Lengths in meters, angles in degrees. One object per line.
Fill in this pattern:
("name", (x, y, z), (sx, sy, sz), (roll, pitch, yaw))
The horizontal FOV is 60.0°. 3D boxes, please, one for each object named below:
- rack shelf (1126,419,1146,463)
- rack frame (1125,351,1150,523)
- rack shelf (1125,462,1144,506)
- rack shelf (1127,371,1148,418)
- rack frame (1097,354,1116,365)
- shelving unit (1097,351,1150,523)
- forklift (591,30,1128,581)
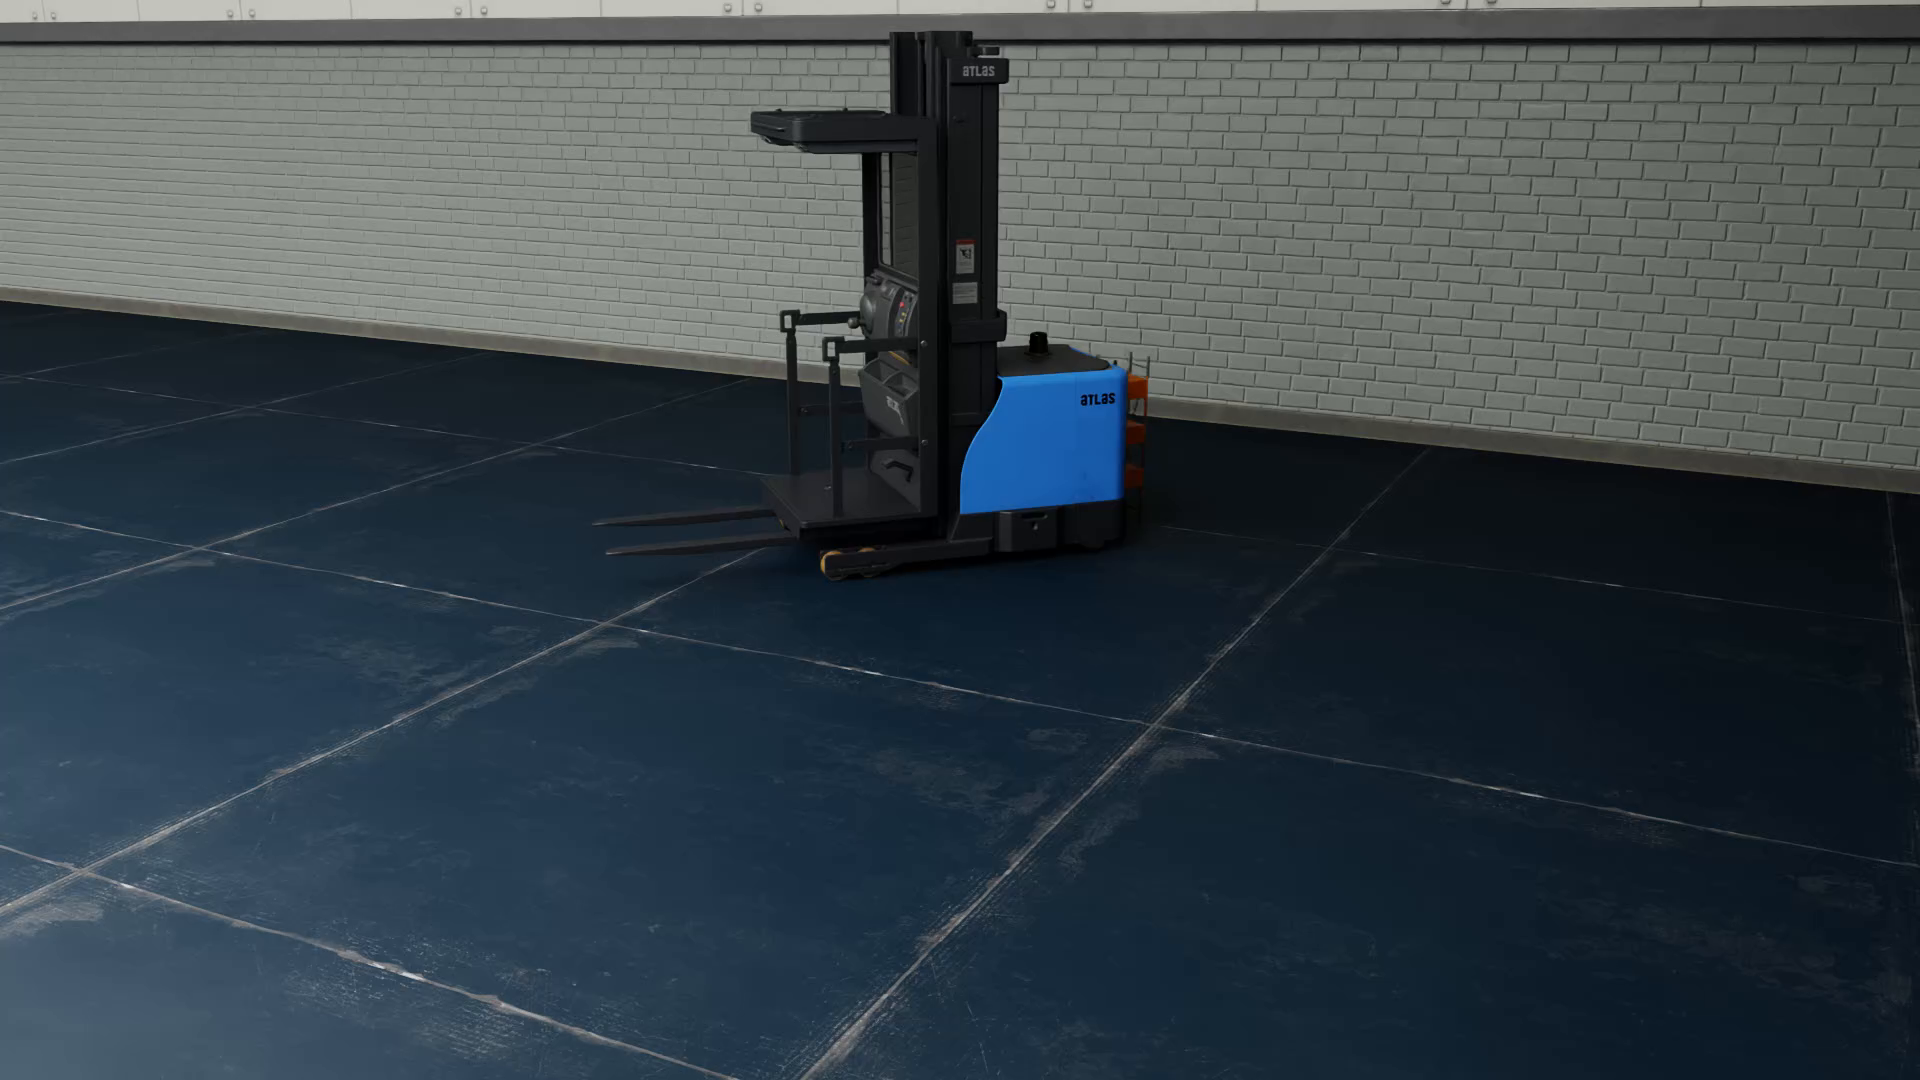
("rack shelf", (0.982, -0.609, 10.257), (0.240, 0.259, 0.215), (-9, 20, -28))
("rack frame", (1.089, -0.636, 10.311), (0.008, 1.050, 0.200), (-9, 20, -28))
("rack shelf", (0.978, -0.344, 10.341), (0.240, 0.259, 0.215), (-9, 20, -28))
("rack shelf", (0.987, -0.880, 10.172), (0.240, 0.259, 0.215), (-9, 20, -28))
("rack frame", (0.876, -0.603, 10.196), (0.008, 1.050, 0.200), (-9, 20, -28))
("shelving unit", (0.983, -0.619, 10.254), (0.252, 1.050, 0.215), (-9, 20, -28))
("forklift", (-0.590, -1.347, 9.411), (3.031, 2.935, 1.130), (-6, 17, -18))
